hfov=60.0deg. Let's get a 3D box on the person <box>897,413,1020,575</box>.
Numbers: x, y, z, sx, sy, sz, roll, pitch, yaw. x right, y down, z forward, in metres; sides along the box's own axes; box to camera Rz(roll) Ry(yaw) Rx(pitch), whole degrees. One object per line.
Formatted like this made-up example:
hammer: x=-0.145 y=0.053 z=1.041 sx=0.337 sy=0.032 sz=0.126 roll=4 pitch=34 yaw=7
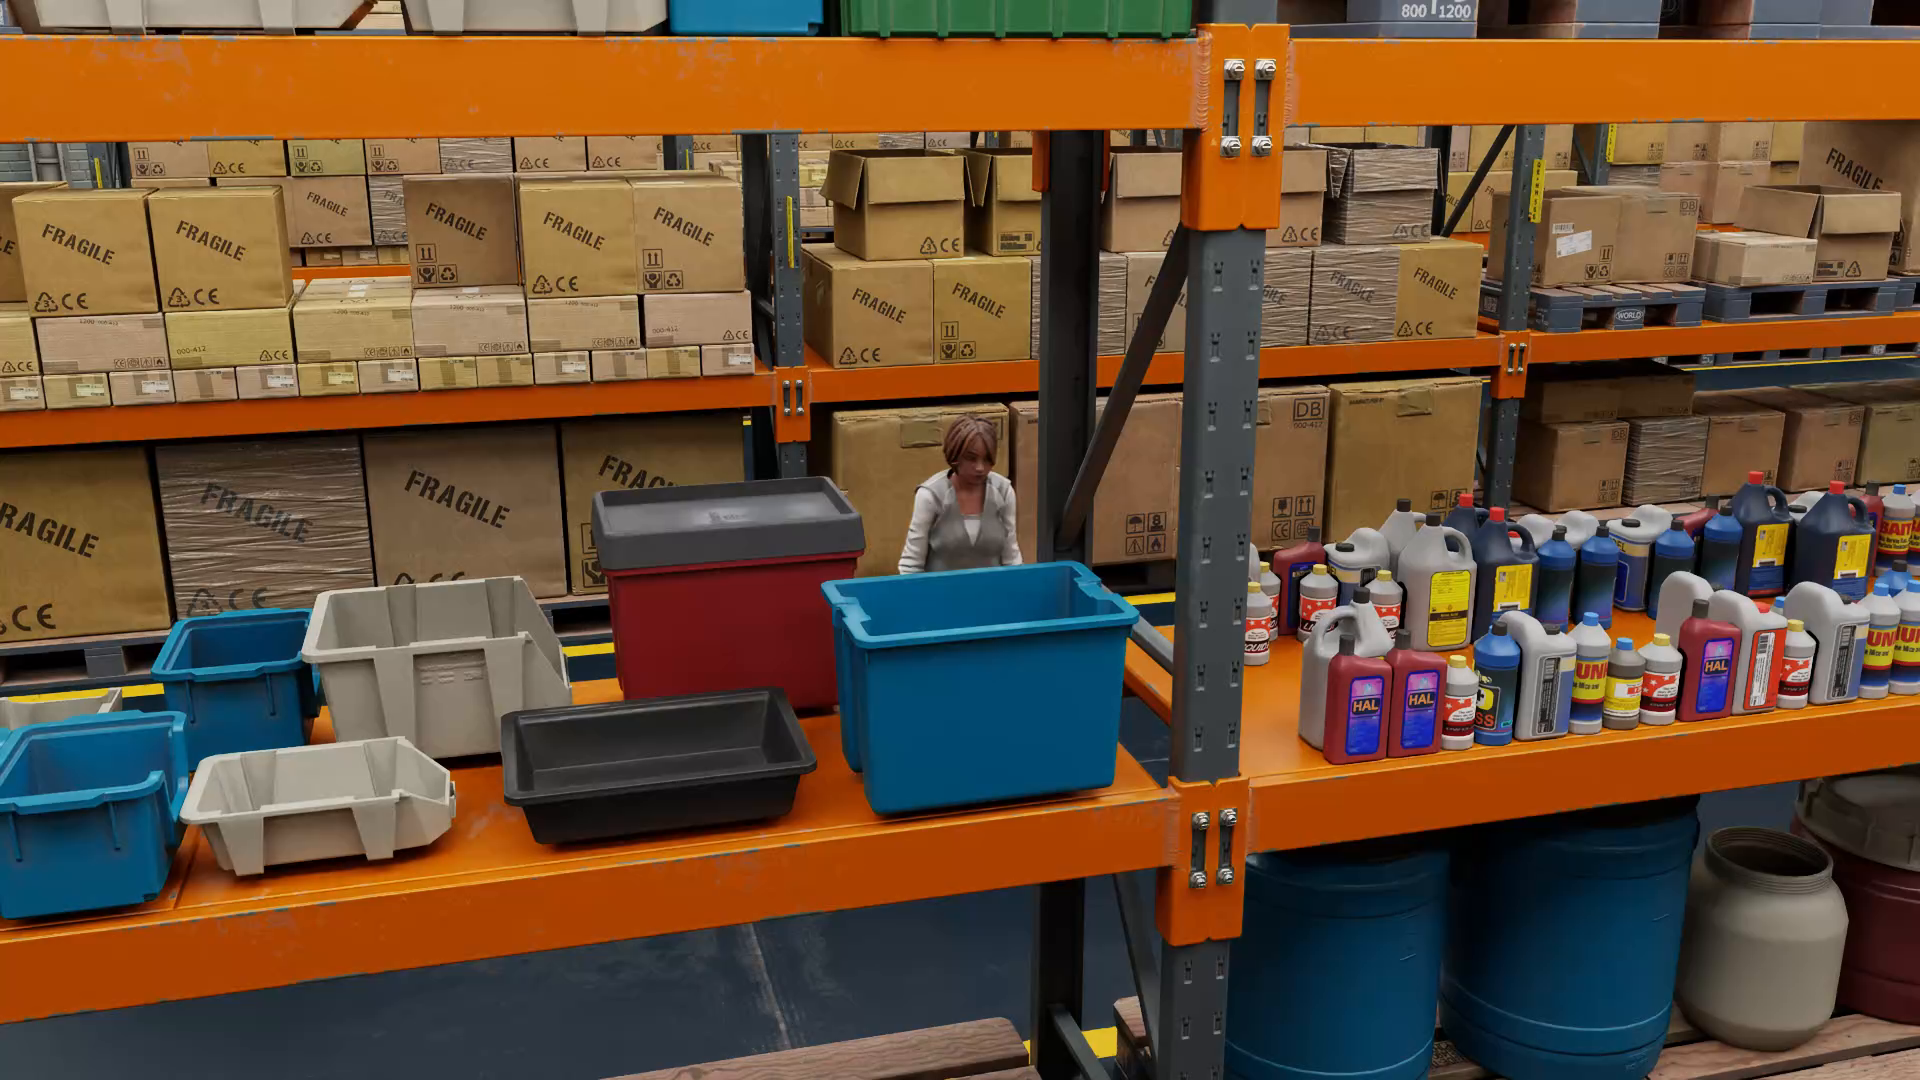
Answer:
person: x=0.005 y=0.320 z=5.956 sx=0.459 sy=1.593 sz=0.347 roll=-5 pitch=17 yaw=-15
